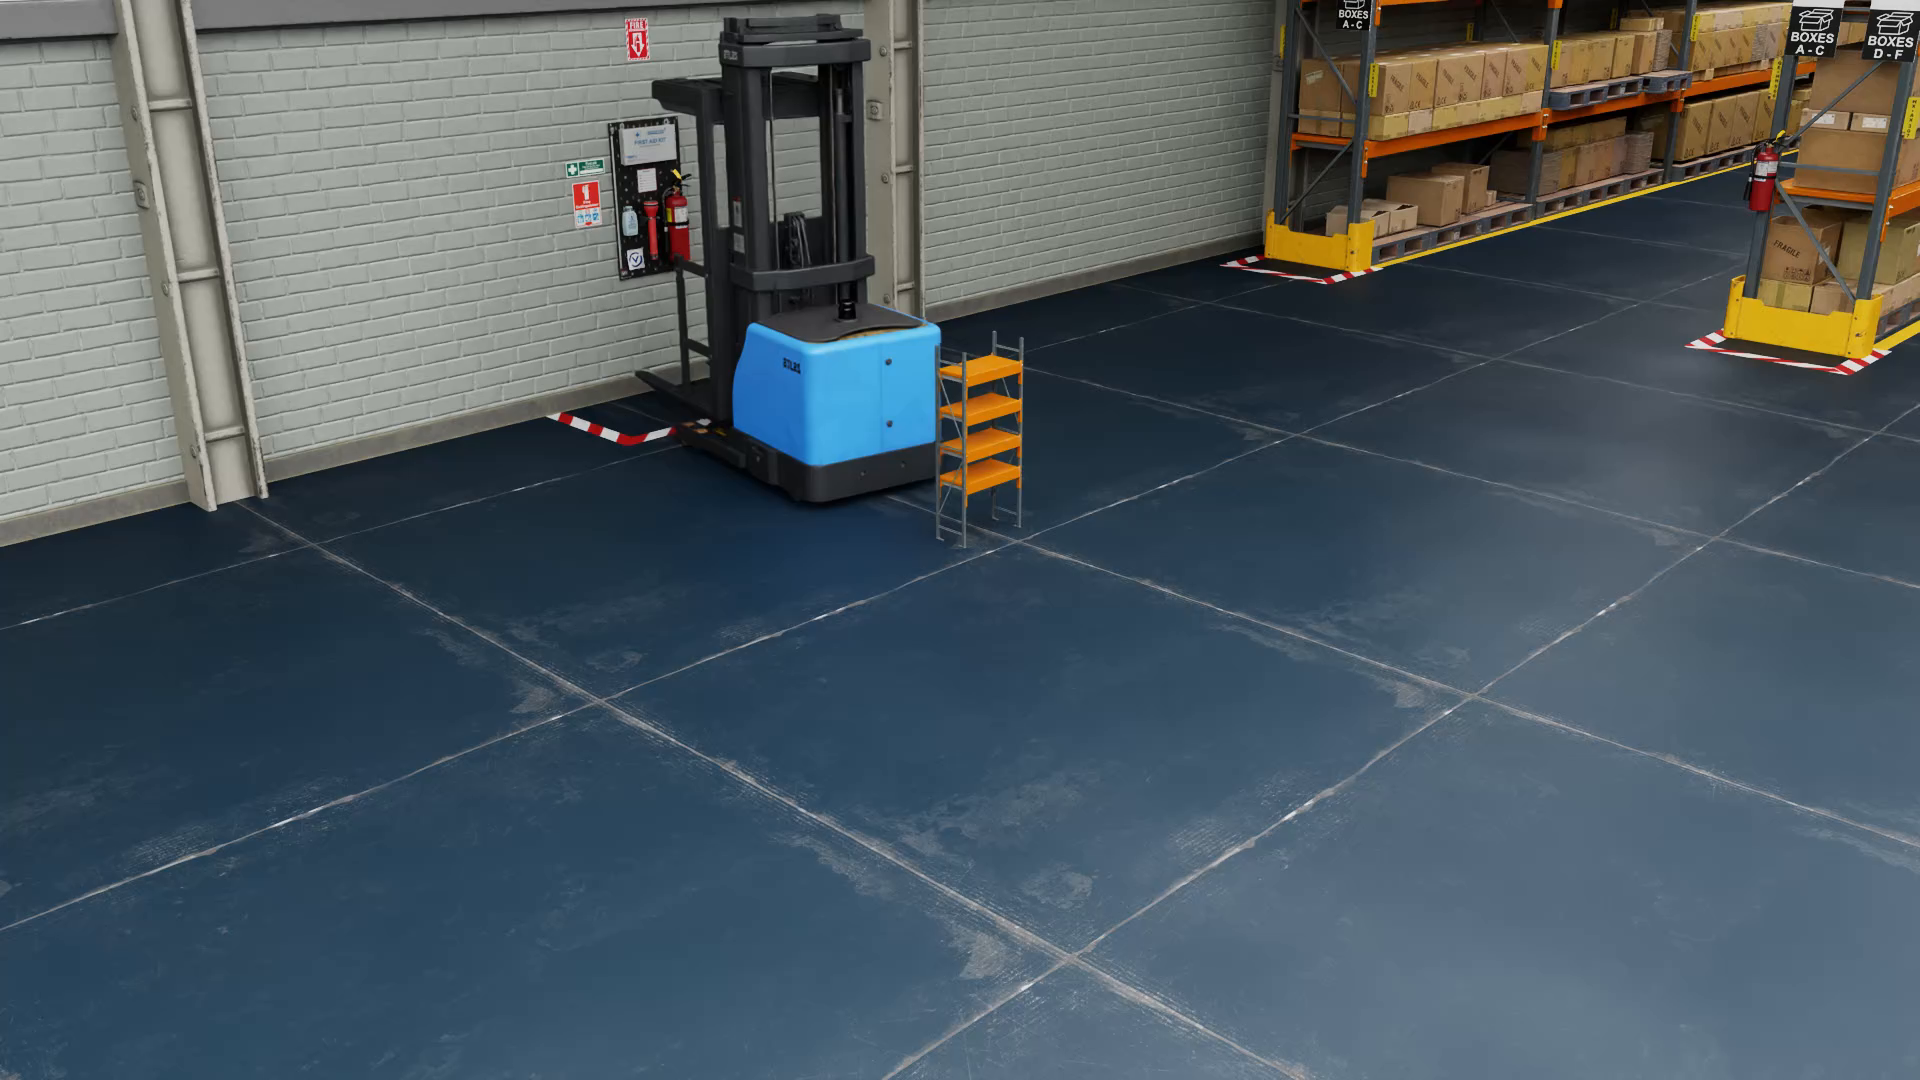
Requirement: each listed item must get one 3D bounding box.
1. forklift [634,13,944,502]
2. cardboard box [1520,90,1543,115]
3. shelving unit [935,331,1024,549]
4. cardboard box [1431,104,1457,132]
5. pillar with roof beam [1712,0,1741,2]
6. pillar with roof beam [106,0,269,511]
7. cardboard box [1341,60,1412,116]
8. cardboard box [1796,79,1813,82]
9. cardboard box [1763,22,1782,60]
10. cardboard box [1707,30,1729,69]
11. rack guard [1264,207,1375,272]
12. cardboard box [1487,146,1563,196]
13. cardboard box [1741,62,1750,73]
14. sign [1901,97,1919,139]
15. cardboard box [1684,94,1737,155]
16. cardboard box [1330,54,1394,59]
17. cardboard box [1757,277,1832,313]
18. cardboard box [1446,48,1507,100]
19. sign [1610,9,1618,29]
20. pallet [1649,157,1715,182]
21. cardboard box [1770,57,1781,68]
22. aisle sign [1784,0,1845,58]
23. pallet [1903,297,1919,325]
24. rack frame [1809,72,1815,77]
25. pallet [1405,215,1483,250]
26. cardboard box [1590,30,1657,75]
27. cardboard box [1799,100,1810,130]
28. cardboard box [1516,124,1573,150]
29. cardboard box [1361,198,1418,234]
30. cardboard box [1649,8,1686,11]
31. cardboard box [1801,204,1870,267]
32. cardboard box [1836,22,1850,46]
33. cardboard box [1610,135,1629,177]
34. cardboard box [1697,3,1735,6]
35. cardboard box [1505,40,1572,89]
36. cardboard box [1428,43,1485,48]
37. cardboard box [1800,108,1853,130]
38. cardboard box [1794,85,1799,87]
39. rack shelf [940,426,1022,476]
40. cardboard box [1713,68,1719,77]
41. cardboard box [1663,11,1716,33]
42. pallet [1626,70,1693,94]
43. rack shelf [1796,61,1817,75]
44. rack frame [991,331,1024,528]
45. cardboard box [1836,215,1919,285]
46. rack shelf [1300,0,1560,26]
[{"bbox_3d":[-1.365,-2.075,11.388,1.130,2.935,3.031,-14,25,-33],"label":"forklift"},{"bbox_3d":[6.444,-5.128,19.415,0.500,0.250,0.500,19,28,41],"label":"cardboard box"},{"bbox_3d":[0.115,-0.603,9.970,0.258,1.200,0.503,19,28,41],"label":"shelving unit"},{"bbox_3d":[5.046,-4.609,18.067,0.500,0.250,0.500,19,28,40],"label":"cardboard box"},{"bbox_3d":[15.091,-9.562,22.408,9.100,9.000,0.400,19,28,41],"label":"pillar with roof beam"},{"bbox_3d":[-1.652,-3.392,6.358,9.100,9.000,0.400,19,28,41],"label":"pillar with roof beam"},{"bbox_3d":[4.315,-4.695,17.244,0.500,0.500,0.500,19,28,41],"label":"cardboard box"},{"bbox_3d":[13.928,-7.485,27.363,0.380,0.149,0.250,20,28,41],"label":"cardboard box"},{"bbox_3d":[11.647,-7.322,24.361,0.500,0.500,0.500,20,28,41],"label":"cardboard box"},{"bbox_3d":[10.241,-6.802,23.009,0.500,0.500,0.500,-19,28,-40],"label":"cardboard box"},{"bbox_3d":[3.819,-3.210,17.730,1.175,0.500,0.348,19,28,41],"label":"rack guard"},{"bbox_3d":[7.058,-4.618,20.779,0.500,0.500,0.700,-19,28,-40],"label":"cardboard box"},{"bbox_3d":[11.187,-6.861,24.067,0.380,0.149,0.250,18,28,39],"label":"cardboard box"},{"bbox_3d":[7.712,-3.419,13.473,0.100,0.325,0.005,19,28,41],"label":"sign"},{"bbox_3d":[10.570,-5.986,23.880,0.750,0.750,0.750,19,28,40],"label":"cardboard box"},{"bbox_3d":[4.301,-4.948,17.904,0.500,0.500,0.500,-20,29,-41],"label":"cardboard box"},{"bbox_3d":[7.481,-2.243,14.977,0.500,0.250,0.500,19,28,41],"label":"cardboard box"},{"bbox_3d":[5.745,-5.220,18.610,0.500,0.500,0.500,18,28,39],"label":"cardboard box"},{"bbox_3d":[8.947,-7.093,22.733,0.100,0.325,0.005,19,28,41],"label":"sign"},{"bbox_3d":[9.951,-5.296,23.560,1.003,0.211,1.213,19,28,41],"label":"pallet"},{"bbox_3d":[11.946,-7.106,24.703,0.250,0.149,0.380,-20,28,-41],"label":"cardboard box"},{"bbox_3d":[7.062,-4.389,13.689,0.394,0.787,0.004,19,28,41],"label":"aisle sign"},{"bbox_3d":[8.673,-2.336,15.859,1.003,0.211,1.213,19,28,41],"label":"pallet"},{"bbox_3d":[14.928,-8.471,27.932,1.000,3.000,0.127,19,28,41],"label":"rack frame"},{"bbox_3d":[5.262,-3.588,19.115,1.003,0.211,1.213,19,28,41],"label":"pallet"},{"bbox_3d":[8.656,-6.392,21.772,0.700,0.500,0.500,16,26,36],"label":"cardboard box"},{"bbox_3d":[13.086,-6.766,26.397,0.700,0.500,0.500,19,28,40],"label":"cardboard box"},{"bbox_3d":[7.363,-5.082,20.941,0.500,0.250,0.500,19,28,40],"label":"cardboard box"},{"bbox_3d":[4.711,-3.610,18.420,0.500,0.311,0.500,-17,27,-38],"label":"cardboard box"},{"bbox_3d":[9.842,-7.273,23.188,0.500,0.250,0.500,18,27,39],"label":"cardboard box"},{"bbox_3d":[8.166,-2.854,15.522,0.500,0.500,0.500,19,28,41],"label":"cardboard box"},{"bbox_3d":[13.541,-8.093,26.533,0.980,0.700,0.700,18,27,38],"label":"cardboard box"},{"bbox_3d":[8.440,-5.151,22.167,0.700,0.500,0.500,19,28,41],"label":"cardboard box"},{"bbox_3d":[10.924,-7.668,24.216,0.500,0.250,0.500,18,27,39],"label":"cardboard box"},{"bbox_3d":[6.936,-5.760,20.128,0.700,0.500,0.500,19,28,41],"label":"cardboard box"},{"bbox_3d":[5.716,-5.475,19.273,0.500,0.500,0.500,19,28,40],"label":"cardboard box"},{"bbox_3d":[7.448,-3.614,14.253,0.380,0.149,0.250,19,28,40],"label":"cardboard box"},{"bbox_3d":[13.216,-7.222,26.678,0.380,0.149,0.250,20,28,41],"label":"cardboard box"},{"bbox_3d":[0.115,-0.540,9.994,0.258,0.148,0.480,19,28,41],"label":"rack shelf"},{"bbox_3d":[10.433,-6.607,23.405,0.250,0.149,0.380,-19,28,-41],"label":"cardboard box"},{"bbox_3d":[9.869,-7.019,22.527,0.500,0.250,0.500,-19,28,-41],"label":"cardboard box"},{"bbox_3d":[8.926,-6.115,22.070,1.213,0.211,1.003,19,28,41],"label":"pallet"},{"bbox_3d":[13.533,-7.621,26.723,1.077,0.370,4.000,19,28,41],"label":"rack shelf"},{"bbox_3d":[0.286,-0.665,10.133,0.240,1.200,0.015,19,28,41],"label":"rack frame"},{"bbox_3d":[8.199,-2.593,14.841,0.500,0.500,0.500,19,28,41],"label":"cardboard box"},{"bbox_3d":[5.162,-5.936,18.160,1.077,0.370,4.000,19,28,41],"label":"rack shelf"}]
